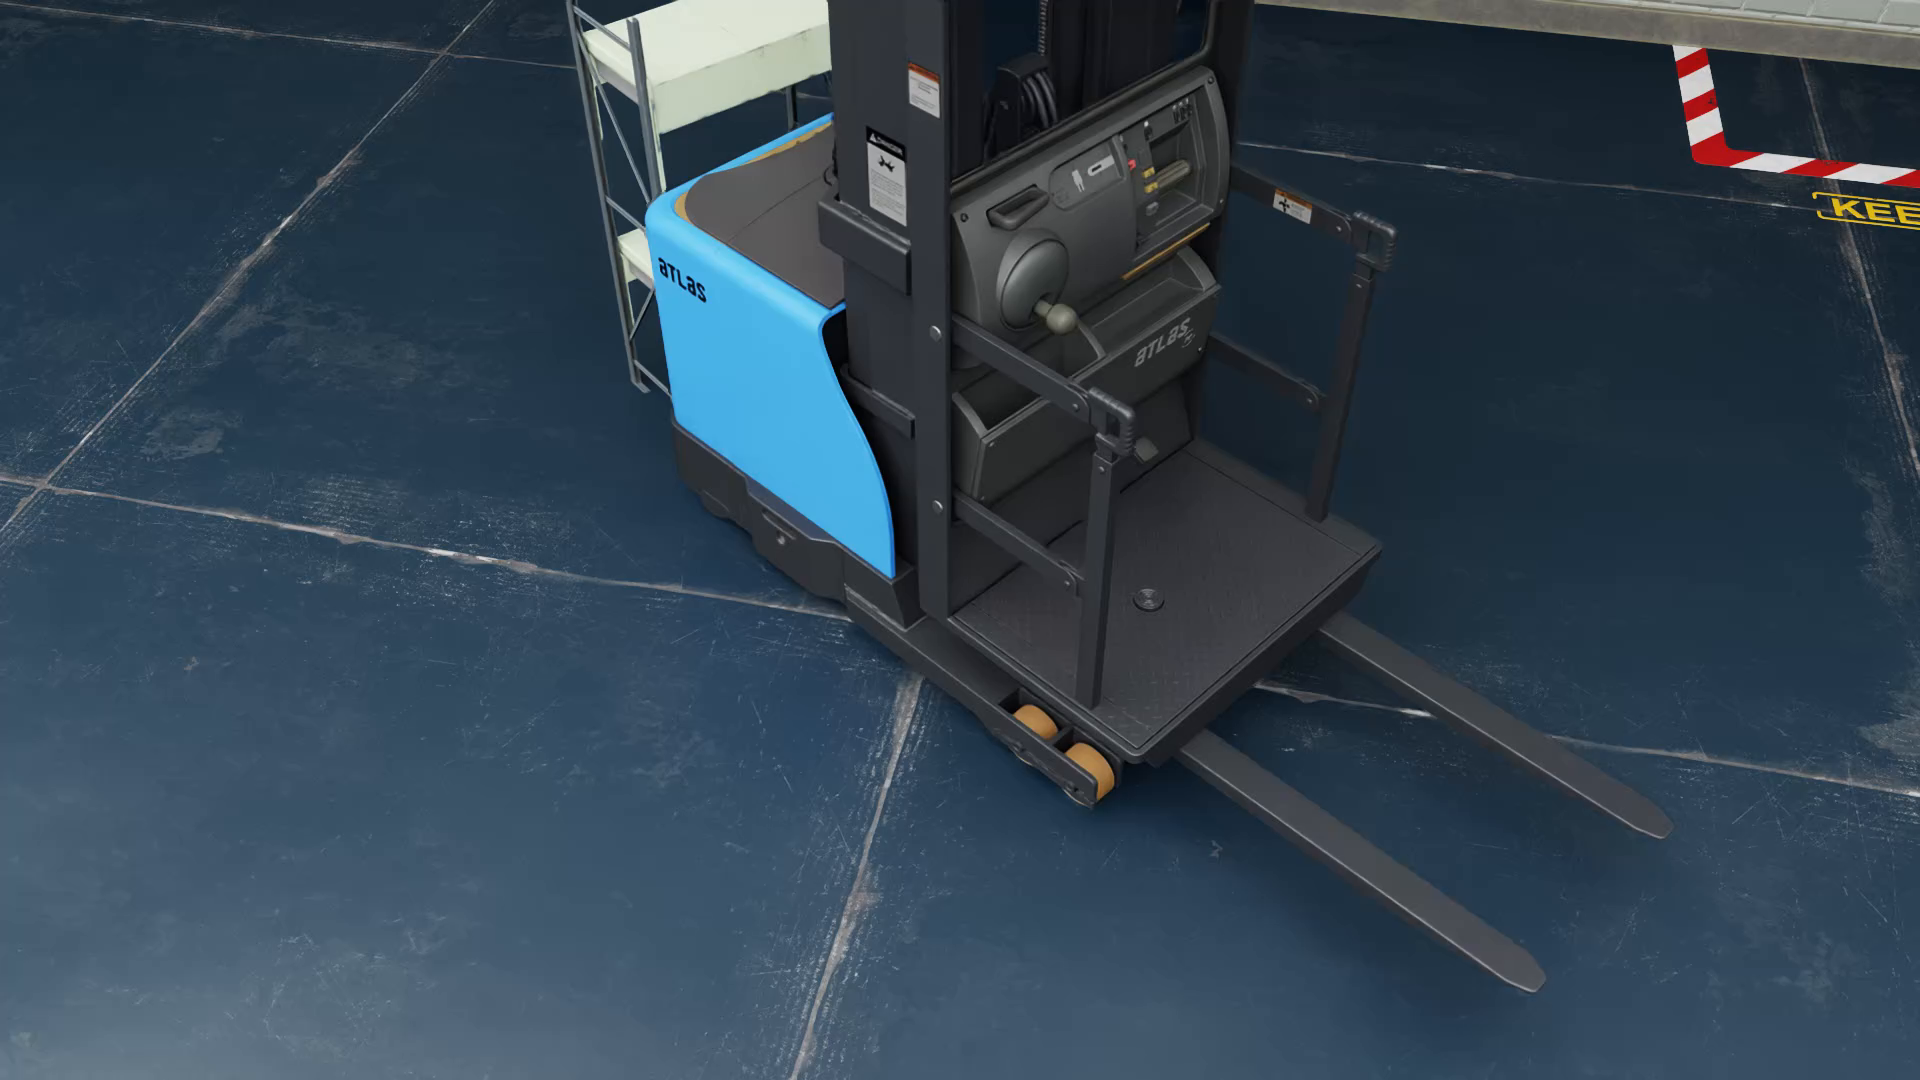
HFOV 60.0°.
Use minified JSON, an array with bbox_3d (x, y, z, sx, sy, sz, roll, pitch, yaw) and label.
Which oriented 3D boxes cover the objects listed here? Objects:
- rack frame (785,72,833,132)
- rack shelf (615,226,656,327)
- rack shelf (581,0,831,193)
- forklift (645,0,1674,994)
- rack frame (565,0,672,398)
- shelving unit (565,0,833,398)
[{"bbox_3d":[-0.449,-1.312,5.531,0.023,1.500,0.400,-29,51,-27],"label":"rack frame"},{"bbox_3d":[-0.733,-0.917,5.591,0.720,0.370,0.431,-29,51,-27],"label":"rack shelf"},{"bbox_3d":[-0.733,-1.433,5.094,0.720,0.370,0.431,-29,51,-27],"label":"rack shelf"},{"bbox_3d":[0.489,-0.751,3.916,3.031,2.935,1.130,35,54,31],"label":"forklift"},{"bbox_3d":[-1.017,-0.992,5.199,0.023,1.500,0.400,-29,51,-27],"label":"rack frame"},{"bbox_3d":[-0.733,-1.152,5.365,0.755,1.500,0.431,-29,51,-27],"label":"shelving unit"}]
